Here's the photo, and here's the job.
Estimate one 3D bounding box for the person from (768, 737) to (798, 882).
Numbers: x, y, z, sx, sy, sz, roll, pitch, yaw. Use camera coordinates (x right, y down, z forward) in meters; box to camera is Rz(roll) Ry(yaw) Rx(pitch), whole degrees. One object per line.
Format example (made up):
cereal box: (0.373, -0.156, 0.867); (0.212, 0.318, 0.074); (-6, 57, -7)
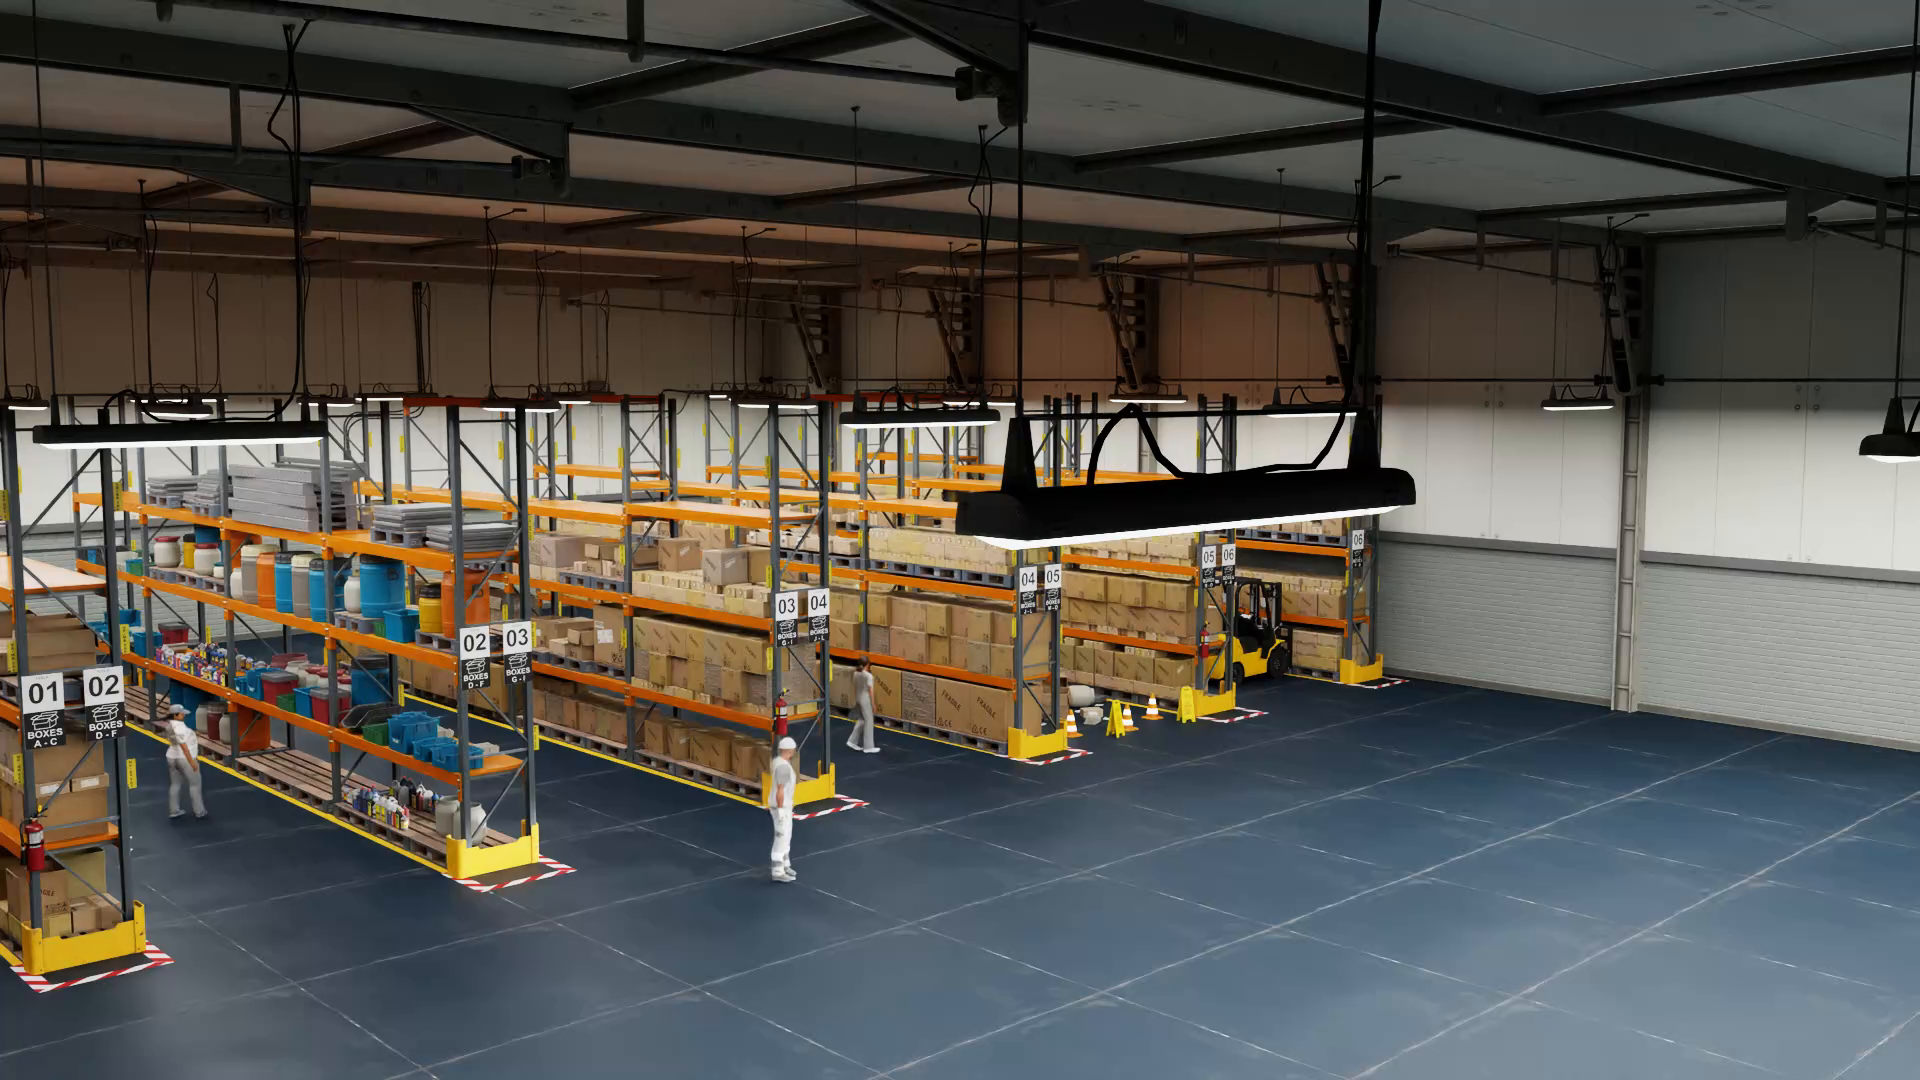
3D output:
person: (-2.246, 3.400, 21.129); (0.393, 1.791, 0.626); (0, 6, -5)

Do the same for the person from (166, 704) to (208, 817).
person: (-11.184, 3.182, 24.008); (0.552, 1.655, 0.459); (3, 6, 28)

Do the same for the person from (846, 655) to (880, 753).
person: (-1.629, 2.781, 28.268); (0.487, 1.686, 0.518); (-3, 6, -32)

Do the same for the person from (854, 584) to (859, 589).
person: (-2.067, 1.787, 34.871); (0.549, 1.770, 0.444); (0, 6, 5)
